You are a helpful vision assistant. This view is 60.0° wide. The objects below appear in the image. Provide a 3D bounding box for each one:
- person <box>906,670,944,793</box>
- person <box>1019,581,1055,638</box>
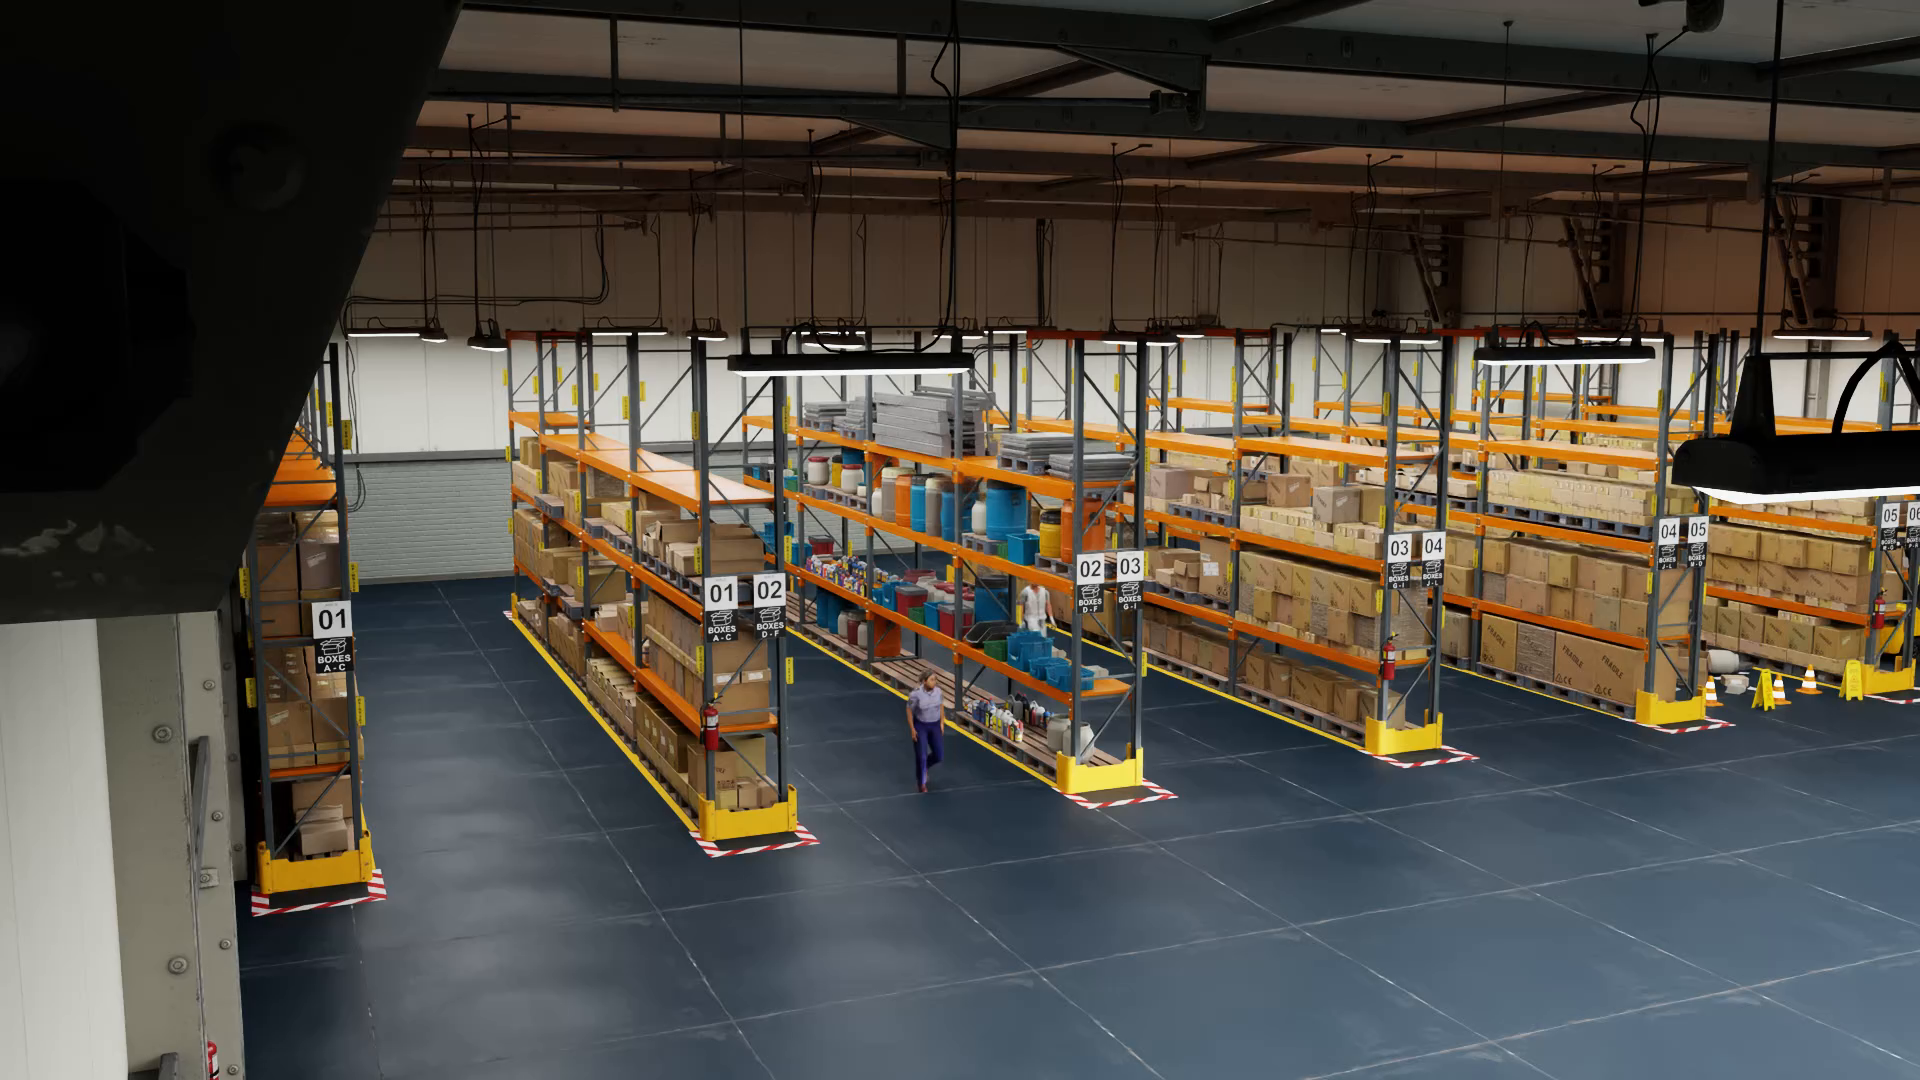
[{"bbox_3d":[-0.487,2.519,22.242,0.549,1.638,0.534,-4,9,-27],"label":"person"},{"bbox_3d":[1.369,1.317,29.204,0.539,1.549,1.078,-4,9,-27],"label":"person"}]
